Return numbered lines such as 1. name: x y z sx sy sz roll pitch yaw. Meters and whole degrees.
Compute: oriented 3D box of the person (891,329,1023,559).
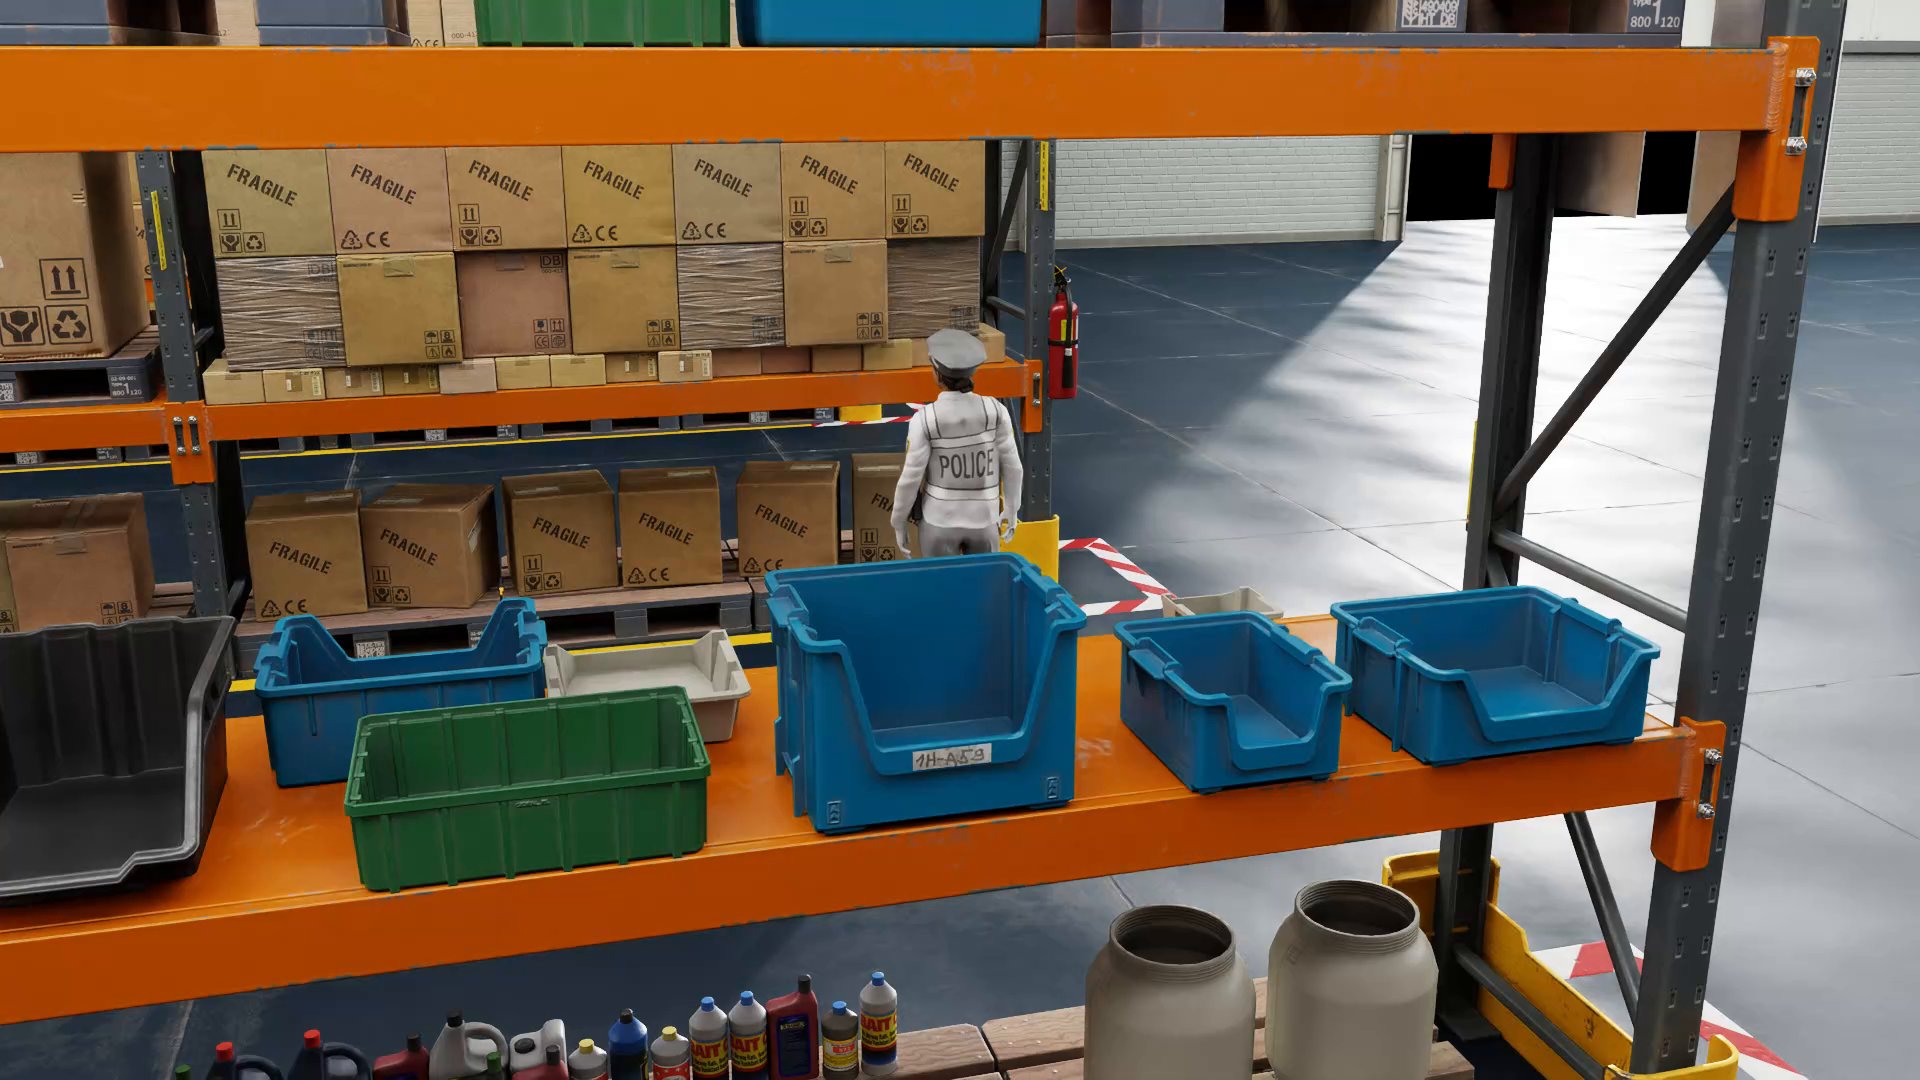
1. person: -0.023 -0.088 7.244 0.587 1.697 0.534 -4 17 -15
